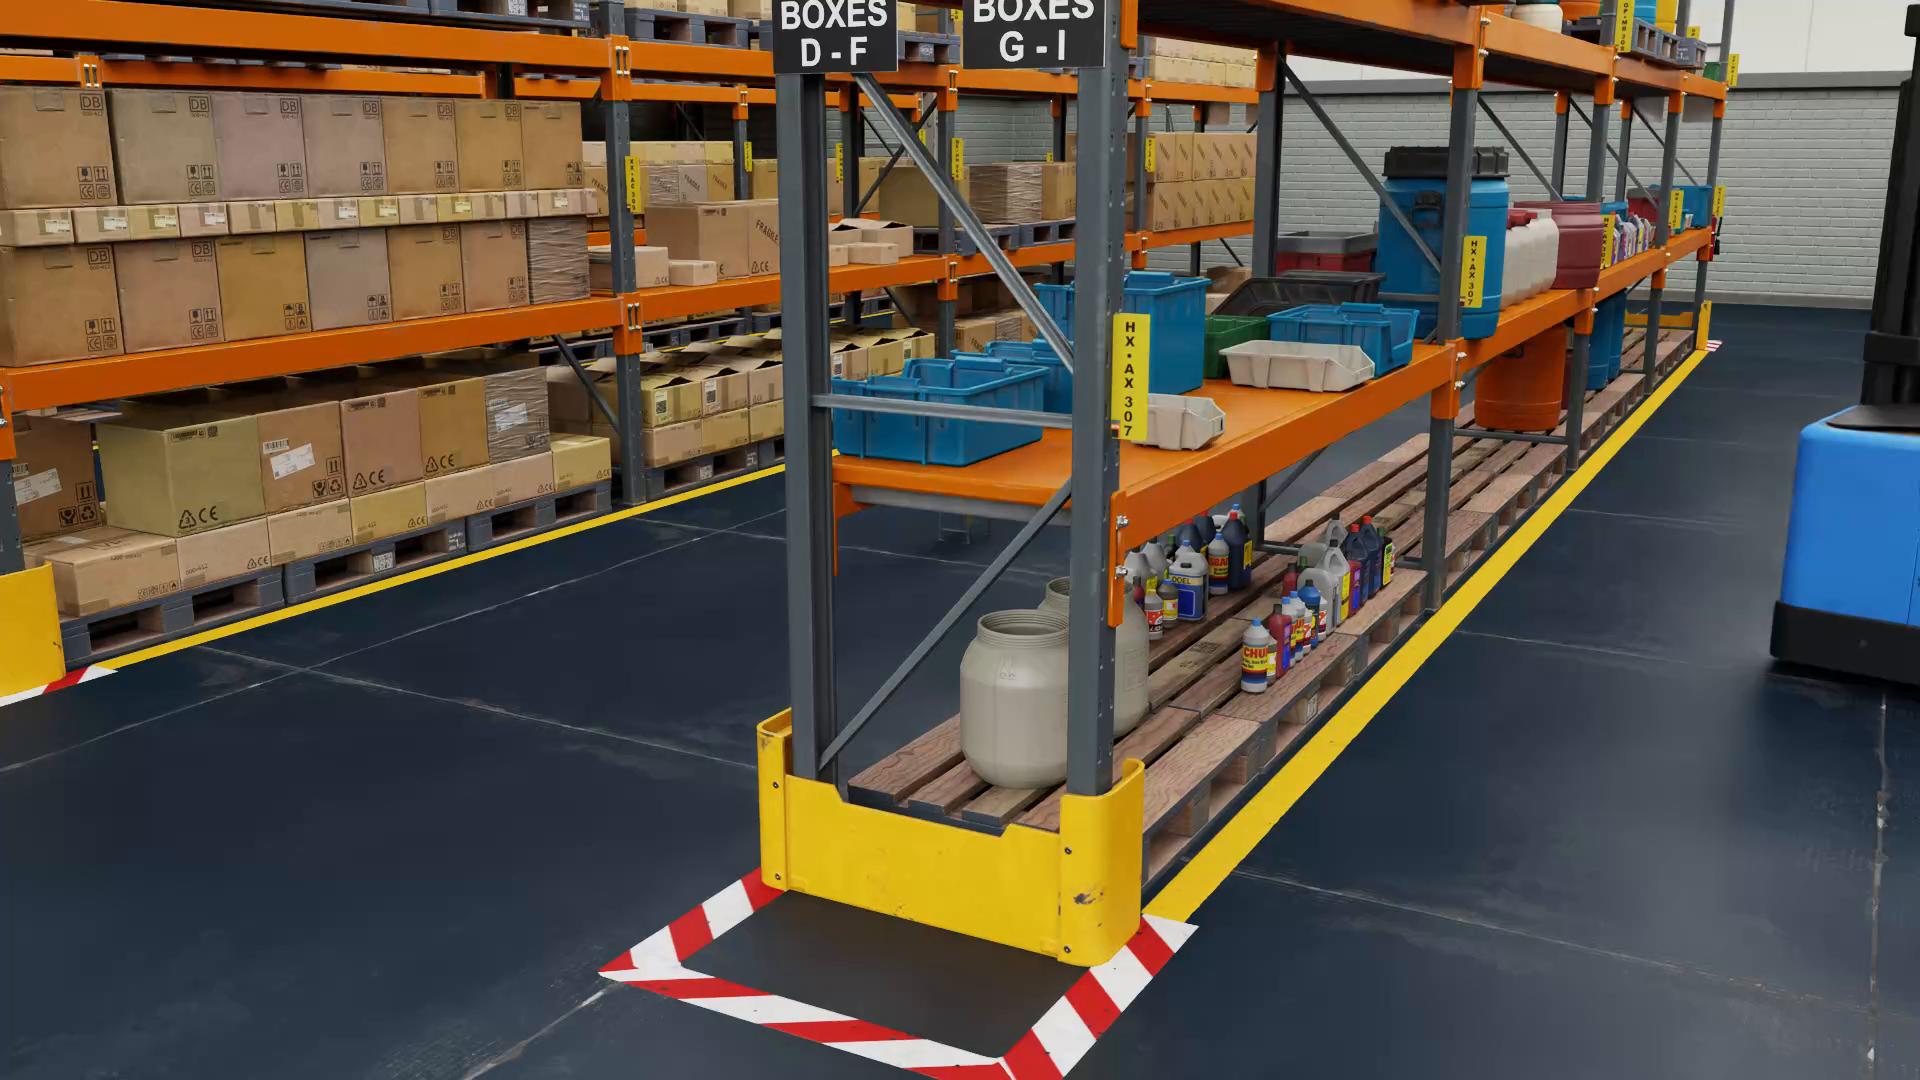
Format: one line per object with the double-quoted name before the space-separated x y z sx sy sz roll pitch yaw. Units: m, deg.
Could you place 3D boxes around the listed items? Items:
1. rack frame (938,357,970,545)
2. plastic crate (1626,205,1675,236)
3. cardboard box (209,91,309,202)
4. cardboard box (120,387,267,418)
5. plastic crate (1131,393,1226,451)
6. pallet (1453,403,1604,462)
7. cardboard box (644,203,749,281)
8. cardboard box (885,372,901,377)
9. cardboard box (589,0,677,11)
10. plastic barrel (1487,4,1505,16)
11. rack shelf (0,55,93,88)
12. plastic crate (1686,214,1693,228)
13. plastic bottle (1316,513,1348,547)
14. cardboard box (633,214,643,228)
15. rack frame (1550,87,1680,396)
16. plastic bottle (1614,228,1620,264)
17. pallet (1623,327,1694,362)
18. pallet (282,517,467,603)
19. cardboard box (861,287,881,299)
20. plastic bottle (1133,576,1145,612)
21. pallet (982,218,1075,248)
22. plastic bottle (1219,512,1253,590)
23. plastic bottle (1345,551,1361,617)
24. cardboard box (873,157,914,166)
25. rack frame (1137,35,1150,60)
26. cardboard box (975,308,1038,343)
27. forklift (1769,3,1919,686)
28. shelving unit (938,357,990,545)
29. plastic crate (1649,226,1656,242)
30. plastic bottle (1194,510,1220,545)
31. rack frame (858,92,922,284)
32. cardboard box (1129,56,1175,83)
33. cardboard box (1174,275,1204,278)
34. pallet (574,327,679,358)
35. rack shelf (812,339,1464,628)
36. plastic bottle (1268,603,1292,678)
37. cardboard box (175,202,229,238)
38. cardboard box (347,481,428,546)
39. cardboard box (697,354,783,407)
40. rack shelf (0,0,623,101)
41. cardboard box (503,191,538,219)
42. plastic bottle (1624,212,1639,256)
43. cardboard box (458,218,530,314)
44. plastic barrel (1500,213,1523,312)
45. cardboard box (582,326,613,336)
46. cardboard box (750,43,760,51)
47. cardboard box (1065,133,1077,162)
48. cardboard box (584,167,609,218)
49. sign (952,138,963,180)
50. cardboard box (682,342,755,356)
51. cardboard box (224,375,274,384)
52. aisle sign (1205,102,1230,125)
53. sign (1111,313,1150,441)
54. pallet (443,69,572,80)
"rack frame" -0.033 -0.496 9.352 0.200 1.050 0.008 7 15 28
"plastic crate" 6.660 -3.074 16.009 0.437 0.282 0.530 7 15 28
"cardboard box" -3.620 -1.906 8.060 0.700 0.500 0.500 7 15 28
"cardboard box" -3.906 -0.493 8.547 0.500 0.500 0.500 7 15 28
"plastic crate" 0.673 -0.367 5.218 0.298 0.136 0.250 7 15 28
"pallet" 4.171 -0.800 12.402 1.003 0.211 1.213 7 15 28
"cardboard box" -1.801 -2.043 11.394 0.500 0.500 0.500 9 16 32
"cardboard box" -0.795 -1.177 12.986 0.500 0.250 0.500 7 15 27
"cardboard box" -2.135 -3.445 10.449 0.500 0.250 0.500 9 16 34
"plastic barrel" 2.923 -3.378 9.830 0.600 0.830 0.708 7 15 28
"rack shelf" -7.747 -2.989 10.667 1.077 0.370 4.000 7 15 28
"plastic crate" 7.458 -3.344 17.438 0.396 0.136 0.243 7 15 28
"plastic bottle" 1.707 0.054 7.624 0.144 0.351 0.185 7 15 28
"cardboard box" -3.619 -3.410 17.770 0.380 0.149 0.250 8 16 30
"rack frame" 5.760 -2.810 14.789 1.000 3.000 0.127 7 15 28
"plastic bottle" 4.989 -2.266 12.796 0.152 0.276 0.135 7 15 28
"pallet" 7.261 -2.110 17.836 1.003 0.211 1.213 7 15 28
"pallet" -3.451 0.035 8.939 1.003 0.211 1.213 7 15 28
"cardboard box" -1.471 -3.484 22.024 0.700 0.500 0.500 7 15 28
"plastic bottle" 0.702 0.296 6.765 0.061 0.283 0.133 7 15 28
"pallet" 0.428 -2.857 15.396 1.003 0.211 1.213 7 15 28
"plastic bottle" 1.265 0.040 7.680 0.144 0.351 0.185 7 15 28
"plastic bottle" 1.699 0.180 7.243 0.061 0.283 0.133 9 16 32
"cardboard box" -1.217 -4.793 22.375 0.980 0.700 0.700 8 16 31
"rack frame" 1.426 -6.288 16.417 1.000 3.000 0.127 7 15 28
"cardboard box" 0.457 -1.821 15.083 0.500 0.500 0.500 7 15 27
"forklift" 4.841 -1.041 7.596 1.130 2.935 3.031 12 18 40
"shelving unit" 0.026 -0.521 9.456 0.215 1.050 0.252 7 15 28
"plastic crate" 6.110 -2.790 15.142 0.396 0.136 0.243 7 15 28
"plastic bottle" 1.139 0.024 7.748 0.144 0.351 0.185 8 16 30
"rack frame" -0.979 -4.753 22.849 1.000 3.000 0.127 7 15 28
"cardboard box" 1.877 -4.829 17.083 0.500 0.250 0.500 7 15 28
"cardboard box" 2.329 -2.758 18.962 0.797 0.503 0.637 7 15 28
"pallet" -3.808 -2.159 18.037 1.003 0.211 1.213 7 15 28
"rack shelf" 0.926 -0.409 6.363 1.077 0.370 4.000 7 15 28
"plastic bottle" 1.234 0.378 6.424 0.061 0.283 0.133 8 16 29
"cardboard box" -3.626 -1.487 7.704 0.380 0.149 0.250 7 15 27
"cardboard box" -3.195 -0.170 8.808 0.500 0.250 0.500 7 15 28
"cardboard box" -1.528 -1.136 11.618 0.500 0.311 0.500 7 15 26
"rack shelf" -3.408 -2.429 8.343 1.077 0.370 4.000 7 15 28
"cardboard box" -2.631 -1.910 9.459 0.380 0.149 0.250 7 15 26
"plastic bottle" 5.513 -2.522 13.701 0.144 0.351 0.185 7 15 28
"cardboard box" -2.900 -1.579 9.468 0.700 0.500 0.500 7 15 27
"plastic barrel" 2.902 -1.557 9.300 0.433 0.535 0.433 0 14 0
"cardboard box" -3.947 -2.586 17.550 0.750 0.750 0.750 7 15 28
"cardboard box" -2.348 -5.682 19.514 0.500 0.250 0.500 7 15 28
"cardboard box" 1.444 -4.040 17.543 0.500 0.500 0.500 7 15 28
"cardboard box" -3.885 -3.593 17.148 0.500 0.500 0.500 7 15 28
"sign" -0.020 -3.052 13.322 0.100 0.325 0.005 7 15 28
"cardboard box" -1.761 -1.299 12.294 0.500 0.311 0.500 7 15 27
"cardboard box" -6.233 -1.554 13.976 0.700 0.500 0.500 7 15 27
"aisle sign" 3.135 -5.504 20.415 0.394 0.787 0.004 7 15 28
"sign" 0.438 -0.419 4.282 0.100 0.325 0.005 7 15 28
"pallet" -4.581 -4.616 16.284 1.213 0.211 1.003 8 16 31
